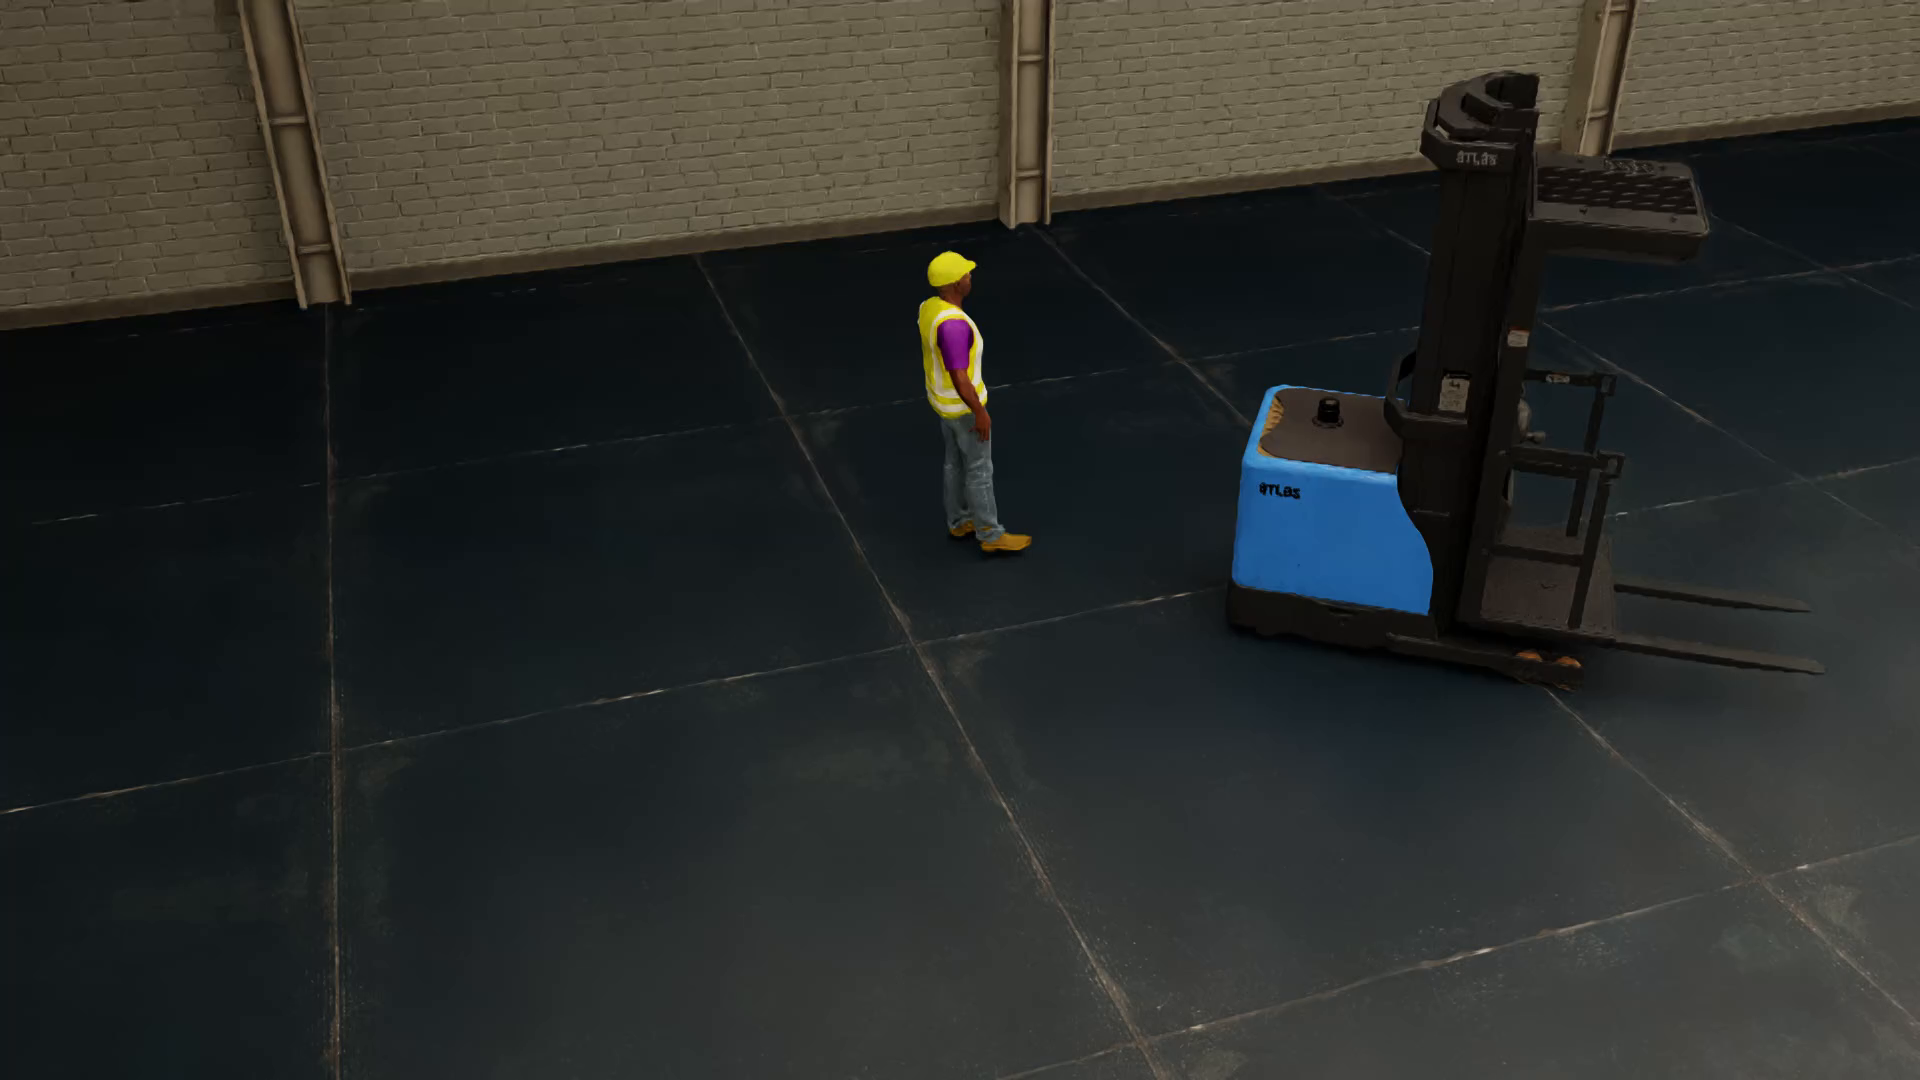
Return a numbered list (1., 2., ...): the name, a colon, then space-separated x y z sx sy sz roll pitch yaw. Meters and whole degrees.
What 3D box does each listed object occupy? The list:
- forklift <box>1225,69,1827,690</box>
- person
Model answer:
1. forklift: 3.038 -0.788 8.457 3.031 2.935 1.130 9 31 15
2. person: 0.068 -0.815 9.577 0.576 1.766 0.665 -10 31 -16
